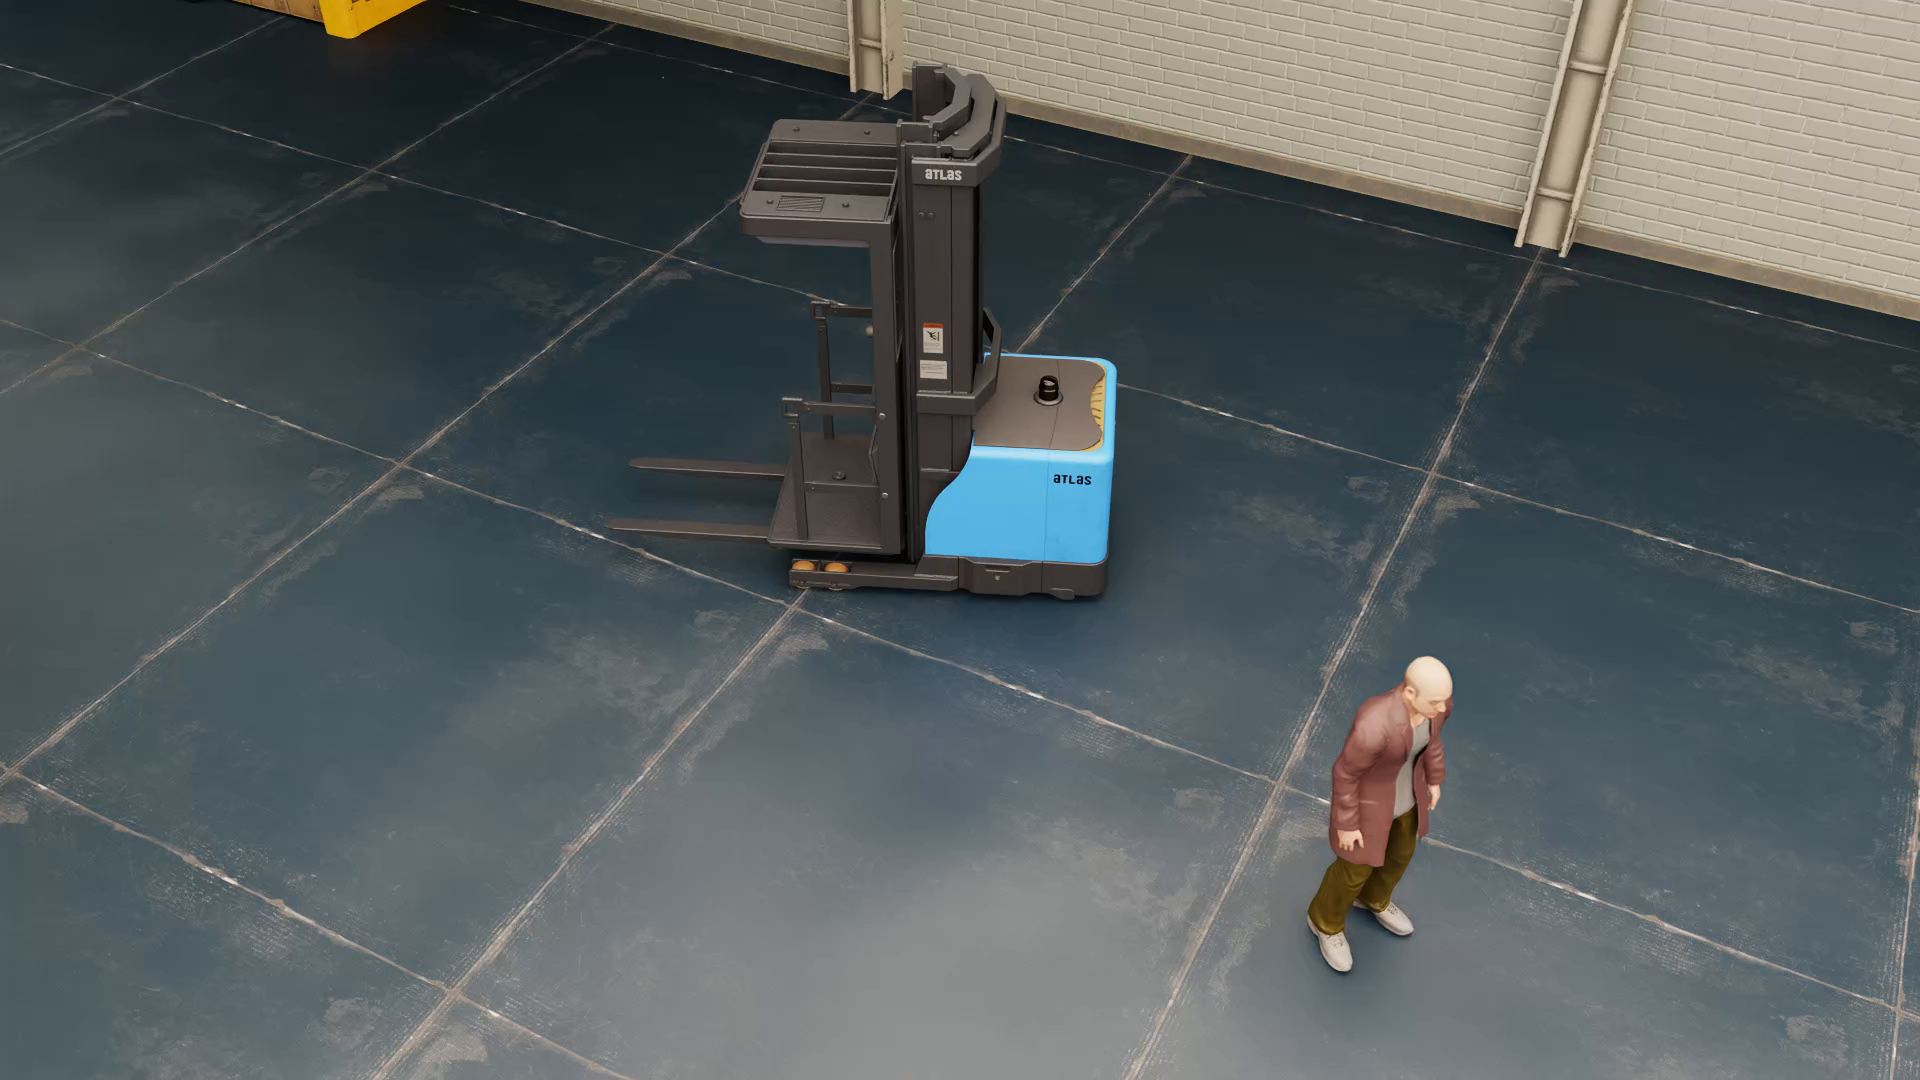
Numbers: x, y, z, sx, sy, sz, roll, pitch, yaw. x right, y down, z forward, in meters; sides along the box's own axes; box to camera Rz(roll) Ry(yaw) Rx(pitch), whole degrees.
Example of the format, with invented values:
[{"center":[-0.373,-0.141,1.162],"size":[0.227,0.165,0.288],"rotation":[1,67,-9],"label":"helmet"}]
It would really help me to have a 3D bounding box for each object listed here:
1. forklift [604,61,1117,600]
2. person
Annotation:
[{"center":[-0.606,-1.157,9.360],"size":[3.031,2.935,1.130],"rotation":[3,40,4],"label":"forklift"},{"center":[1.918,1.173,7.491],"size":[0.642,1.774,0.422],"rotation":[-22,45,-24],"label":"person"}]
